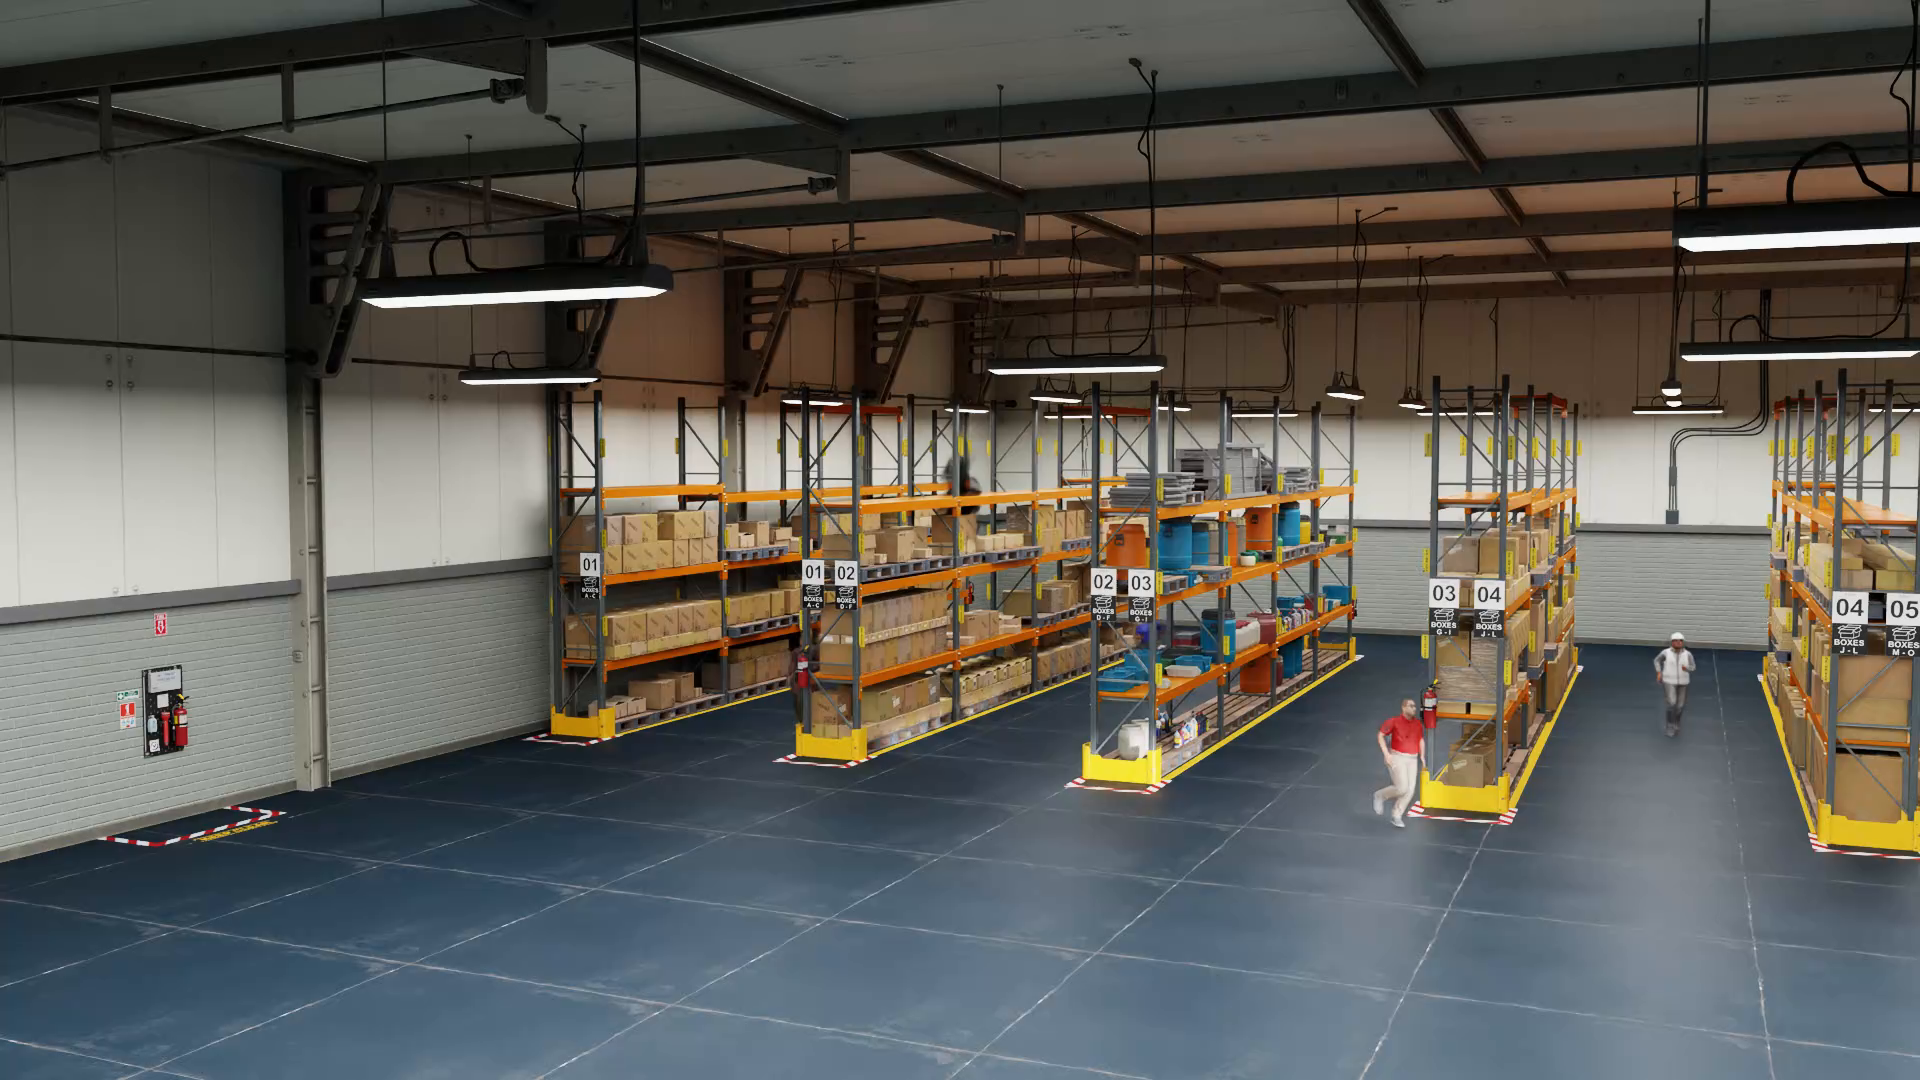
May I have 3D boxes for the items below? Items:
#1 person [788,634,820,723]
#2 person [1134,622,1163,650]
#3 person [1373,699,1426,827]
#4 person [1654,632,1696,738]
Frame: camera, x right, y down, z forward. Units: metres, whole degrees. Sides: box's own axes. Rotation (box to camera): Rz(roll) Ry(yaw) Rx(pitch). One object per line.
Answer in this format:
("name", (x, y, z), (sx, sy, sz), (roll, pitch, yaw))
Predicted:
("person", (-2.711, 2.507, 29.313), (0.709, 1.742, 0.799), (1, 3, 23))
("person", (3.873, 2.272, 34.265), (0.574, 1.667, 0.883), (1, 3, 11))
("person", (5.934, 2.950, 22.200), (0.698, 1.651, 0.584), (-1, 3, -22))
("person", (12.462, 2.522, 28.954), (0.624, 1.831, 0.752), (1, 3, 9))
